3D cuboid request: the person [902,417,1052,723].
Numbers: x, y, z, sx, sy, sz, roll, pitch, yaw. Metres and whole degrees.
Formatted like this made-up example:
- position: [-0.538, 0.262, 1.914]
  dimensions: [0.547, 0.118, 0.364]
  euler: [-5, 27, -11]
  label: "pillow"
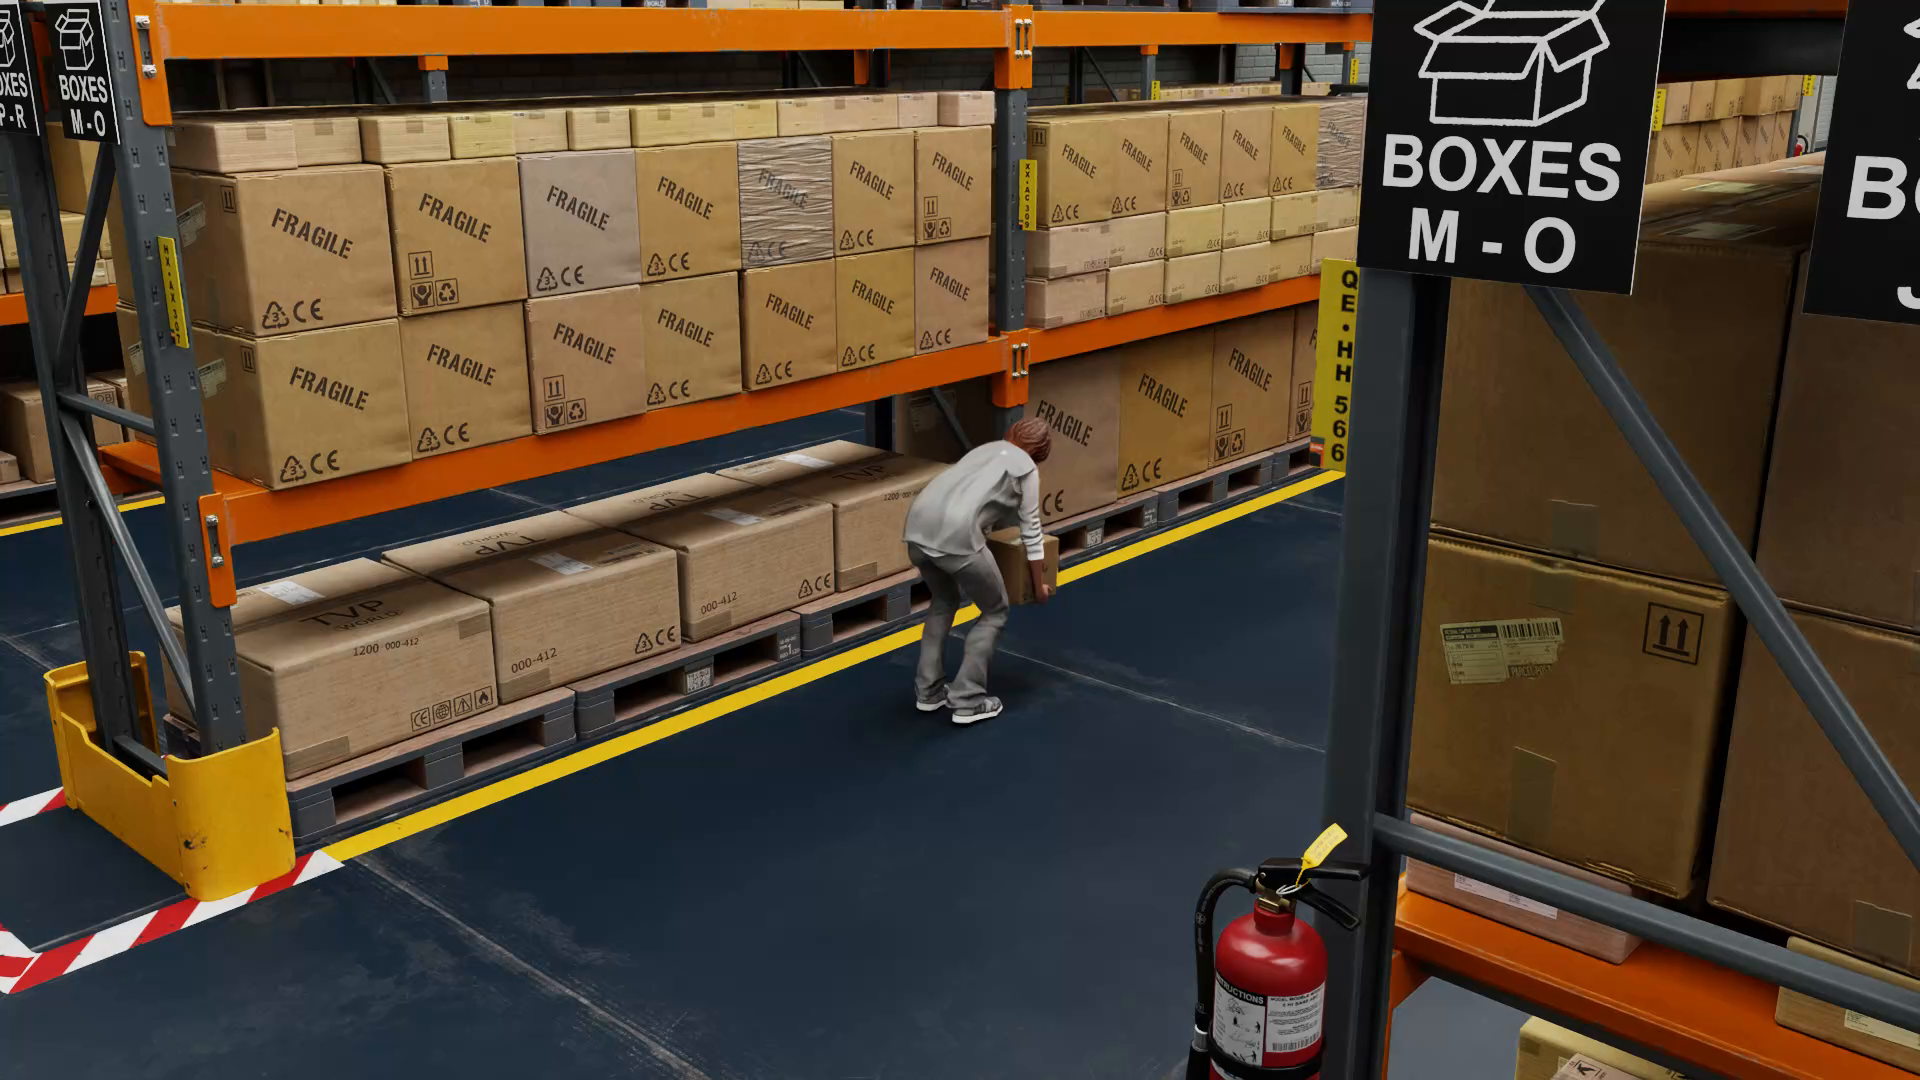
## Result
- position: [0.104, 0.121, 6.907]
  dimensions: [0.394, 1.164, 0.829]
  euler: [14, 22, 37]
  label: "person"
